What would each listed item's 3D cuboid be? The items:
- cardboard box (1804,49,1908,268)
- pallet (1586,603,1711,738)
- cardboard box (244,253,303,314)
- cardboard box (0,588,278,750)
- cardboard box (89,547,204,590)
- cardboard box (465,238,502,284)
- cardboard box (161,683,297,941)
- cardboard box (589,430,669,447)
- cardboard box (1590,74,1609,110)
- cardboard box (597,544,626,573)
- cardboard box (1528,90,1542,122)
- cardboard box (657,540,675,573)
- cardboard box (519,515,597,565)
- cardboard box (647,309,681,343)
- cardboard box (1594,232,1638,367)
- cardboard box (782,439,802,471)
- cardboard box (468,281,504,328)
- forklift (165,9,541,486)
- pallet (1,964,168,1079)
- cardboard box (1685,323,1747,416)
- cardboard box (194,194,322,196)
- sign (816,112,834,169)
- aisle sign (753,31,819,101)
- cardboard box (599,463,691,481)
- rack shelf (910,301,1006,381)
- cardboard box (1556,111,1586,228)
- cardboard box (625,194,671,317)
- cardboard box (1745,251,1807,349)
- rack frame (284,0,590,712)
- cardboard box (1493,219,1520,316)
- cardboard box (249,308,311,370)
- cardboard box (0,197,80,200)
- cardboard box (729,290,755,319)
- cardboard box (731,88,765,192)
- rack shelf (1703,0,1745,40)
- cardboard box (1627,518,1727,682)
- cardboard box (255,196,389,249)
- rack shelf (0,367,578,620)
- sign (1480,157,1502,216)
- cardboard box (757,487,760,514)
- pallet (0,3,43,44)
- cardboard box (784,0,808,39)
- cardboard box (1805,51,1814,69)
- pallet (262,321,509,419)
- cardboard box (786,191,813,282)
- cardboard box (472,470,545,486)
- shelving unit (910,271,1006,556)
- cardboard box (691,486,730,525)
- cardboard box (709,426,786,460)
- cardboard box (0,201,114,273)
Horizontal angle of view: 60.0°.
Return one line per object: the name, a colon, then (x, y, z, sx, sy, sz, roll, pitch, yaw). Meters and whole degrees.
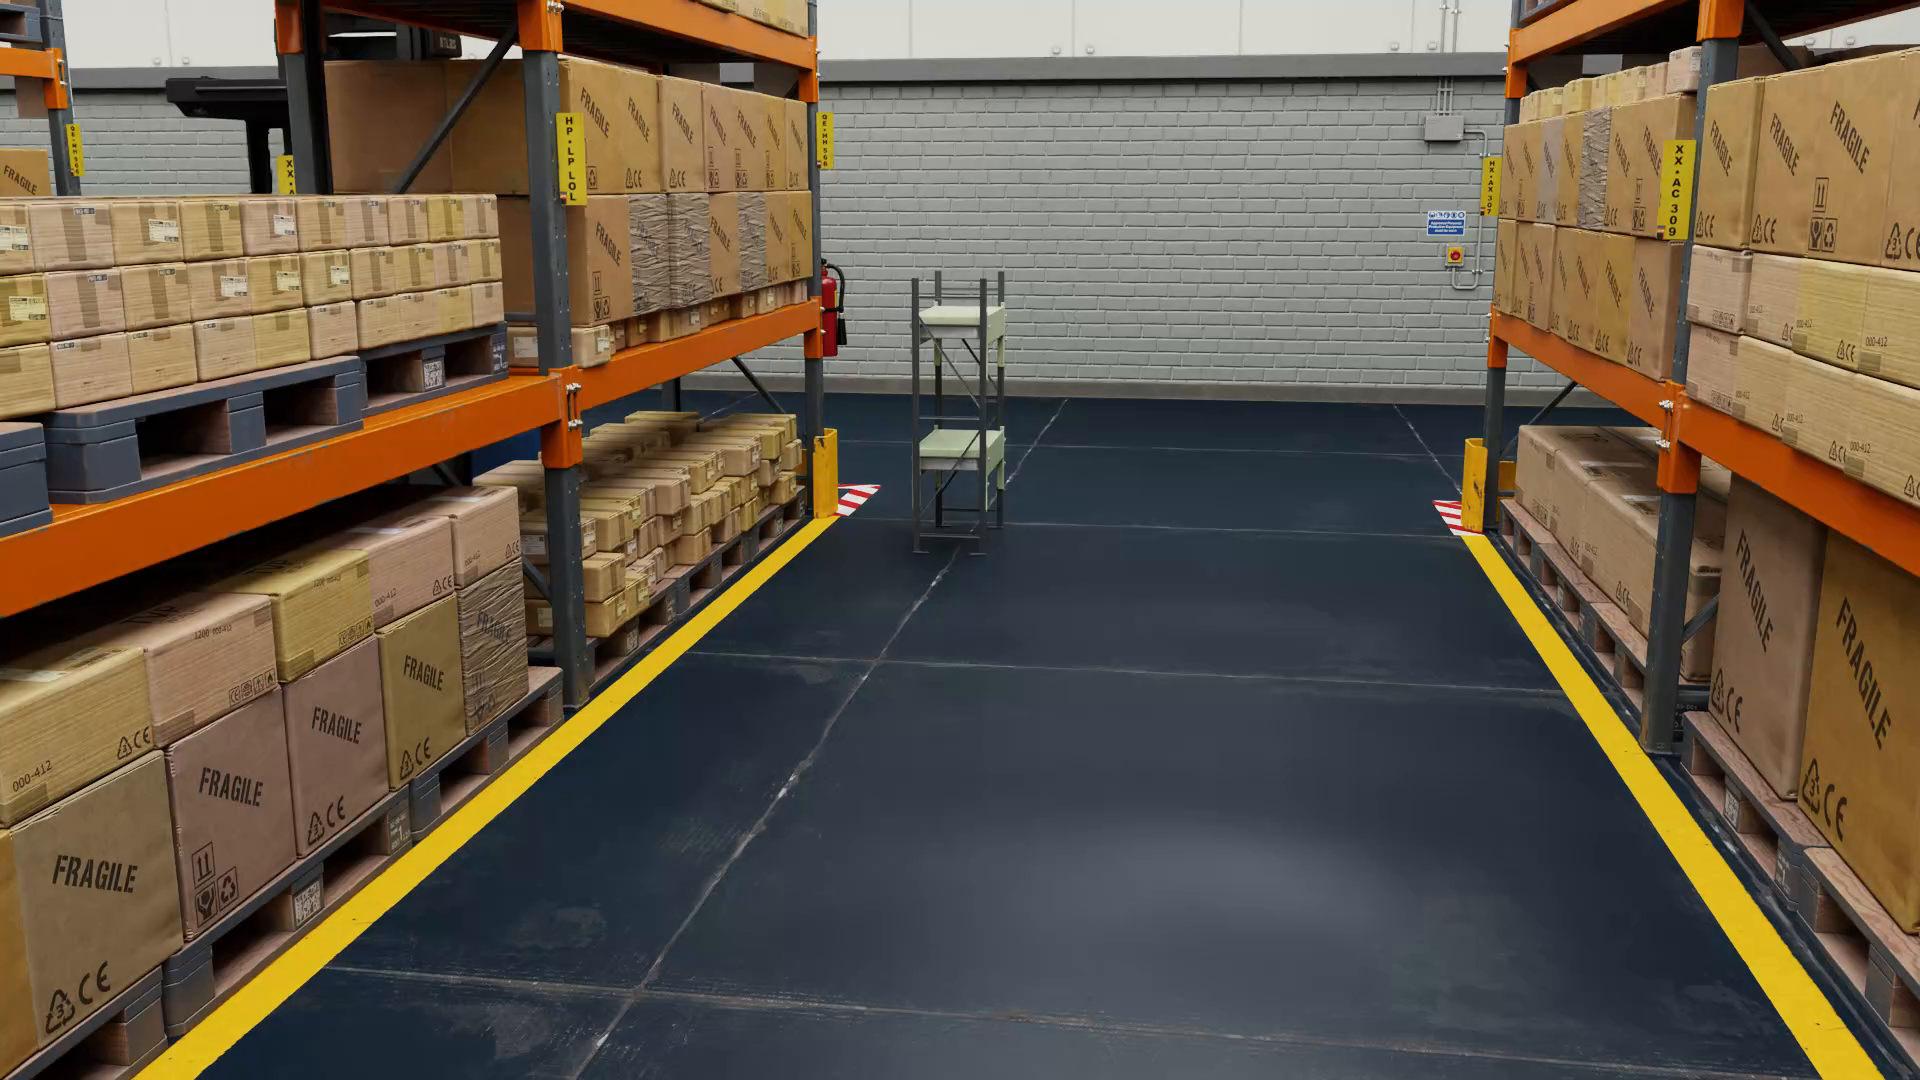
cardboard box: (2.466, -0.938, 4.114, 0.500, 0.500, 0.500, 2, 12, 7)
pallet: (3.143, 0.514, 6.607, 1.003, 0.211, 1.213, 2, 12, 9)
cardboard box: (-2.024, -0.697, 4.500, 0.380, 0.149, 0.250, 2, 12, 9)
cardboard box: (-2.062, 0.306, 4.109, 0.500, 0.250, 0.500, 2, 12, 9)
cardboard box: (-2.495, 0.180, 4.697, 0.500, 0.250, 0.500, 2, 12, 11)
cardboard box: (-1.825, -0.971, 5.774, 0.380, 0.149, 0.250, 2, 12, 10)
cardboard box: (-2.065, 0.666, 4.220, 0.500, 0.500, 0.500, 2, 12, 7)
cardboard box: (-1.805, -0.506, 9.079, 0.380, 0.149, 0.250, 1, 12, 6)
cardboard box: (2.963, -1.938, 7.217, 0.380, 0.149, 0.250, 2, 12, 9)
cardboard box: (-1.636, 0.089, 7.022, 0.380, 0.149, 0.250, 2, 12, 9)
cardboard box: (3.112, -2.209, 8.471, 0.380, 0.149, 0.250, 2, 12, 10)
cardboard box: (-1.561, 0.070, 7.820, 0.380, 0.149, 0.250, 1, 12, 6)
cardboard box: (-1.701, 0.000, 6.733, 0.380, 0.149, 0.250, 2, 12, 11)
cardboard box: (-1.485, -0.978, 7.510, 0.380, 0.149, 0.250, 2, 12, 10)
cardboard box: (2.841, -0.954, 6.565, 0.500, 0.500, 0.500, 2, 12, 7)
cardboard box: (-1.142, -0.503, 9.773, 0.380, 0.149, 0.250, 2, 12, 7)
cardboard box: (-1.824, -0.826, 5.806, 0.380, 0.149, 0.250, 2, 12, 7)
forklift: (-3.317, -1.339, 8.747, 1.130, 2.935, 3.031, 2, 12, 11)
pallet: (-2.452, 1.200, 3.422, 1.003, 0.211, 1.213, 2, 12, 9)
cardboard box: (2.620, -0.537, 5.221, 0.500, 0.250, 0.500, 2, 12, 7)
cardboard box: (-2.474, -1.139, 5.846, 0.380, 0.149, 0.250, 3, 12, 12)
sign: (-0.798, -2.364, 9.843, 0.100, 0.325, 0.005, 2, 12, 9)
aisle sign: (-1.036, -2.942, 9.853, 0.394, 0.787, 0.004, 2, 12, 9)
cardboard box: (-1.512, -0.275, 8.006, 0.380, 0.149, 0.250, 1, 12, 6)
rack shelf: (-0.001, -1.113, 9.247, 0.431, 0.370, 0.720, 2, 12, 9)
cardboard box: (2.988, -1.654, 7.437, 0.500, 0.500, 0.500, 2, 12, 9)
cardboard box: (-1.564, -1.225, 7.115, 0.500, 0.500, 0.500, 2, 12, 9)
cardboard box: (2.549, -0.673, 4.664, 0.500, 0.250, 0.500, 2, 12, 10)
rack frame: (-1.958, -0.833, 6.238, 1.000, 3.000, 0.127, 2, 12, 9)
cardboard box: (3.206, -1.484, 9.024, 0.500, 0.500, 0.500, 2, 12, 8)
cardboard box: (-2.021, -0.555, 4.548, 0.380, 0.149, 0.250, 2, 12, 11)
cardboard box: (-2.671, -0.870, 4.597, 0.380, 0.149, 0.250, 2, 12, 11)
cardboard box: (-1.299, -1.255, 8.791, 0.380, 0.149, 0.250, 1, 12, 6)
cardboard box: (-1.317, -2.031, 8.482, 0.500, 0.500, 0.500, 3, 12, 12)
rack shelf: (2.641, -1.392, 3.419, 1.077, 0.370, 4.000, 2, 12, 9)
cardboard box: (3.151, 0.227, 6.407, 0.875, 0.438, 0.875, 2, 12, 8)
cardboard box: (-1.950, -0.952, 4.977, 0.380, 0.149, 0.250, 2, 12, 8)
rack shelf: (-2.266, -0.065, 4.381, 1.077, 0.370, 4.000, 2, 12, 9)
sign: (3.016, -2.007, 9.444, 0.100, 0.325, 0.005, 2, 12, 9)
cardboard box: (-1.308, -0.200, 9.071, 0.380, 0.149, 0.250, 2, 12, 9)
pallet: (-6.332, -3.115, 9.920, 1.003, 0.211, 1.213, 2, 12, 9)
cardboard box: (-1.152, -2.955, 9.322, 0.500, 0.250, 0.500, 2, 12, 7)
cardboard box: (2.829, -1.674, 5.990, 0.380, 0.149, 0.250, 2, 12, 10)
pallet: (-2.220, -0.585, 5.541, 1.003, 0.211, 1.213, 2, 12, 9)
cardboard box: (-1.158, -1.758, 9.587, 0.500, 0.500, 0.500, 2, 12, 10)
cardboard box: (-2.062, -0.235, 7.822, 0.380, 0.149, 0.250, 1, 12, 6)
shelving unit: (-0.001, -0.732, 9.329, 0.431, 1.500, 0.755, 2, 12, 9)
cardboard box: (-1.360, -0.176, 8.254, 0.380, 0.149, 0.250, 2, 12, 9)
cardboard box: (-1.184, -0.541, 9.242, 0.380, 0.149, 0.250, 2, 12, 7)
cardboard box: (-2.149, -0.682, 3.724, 0.380, 0.149, 0.250, 2, 12, 11)
